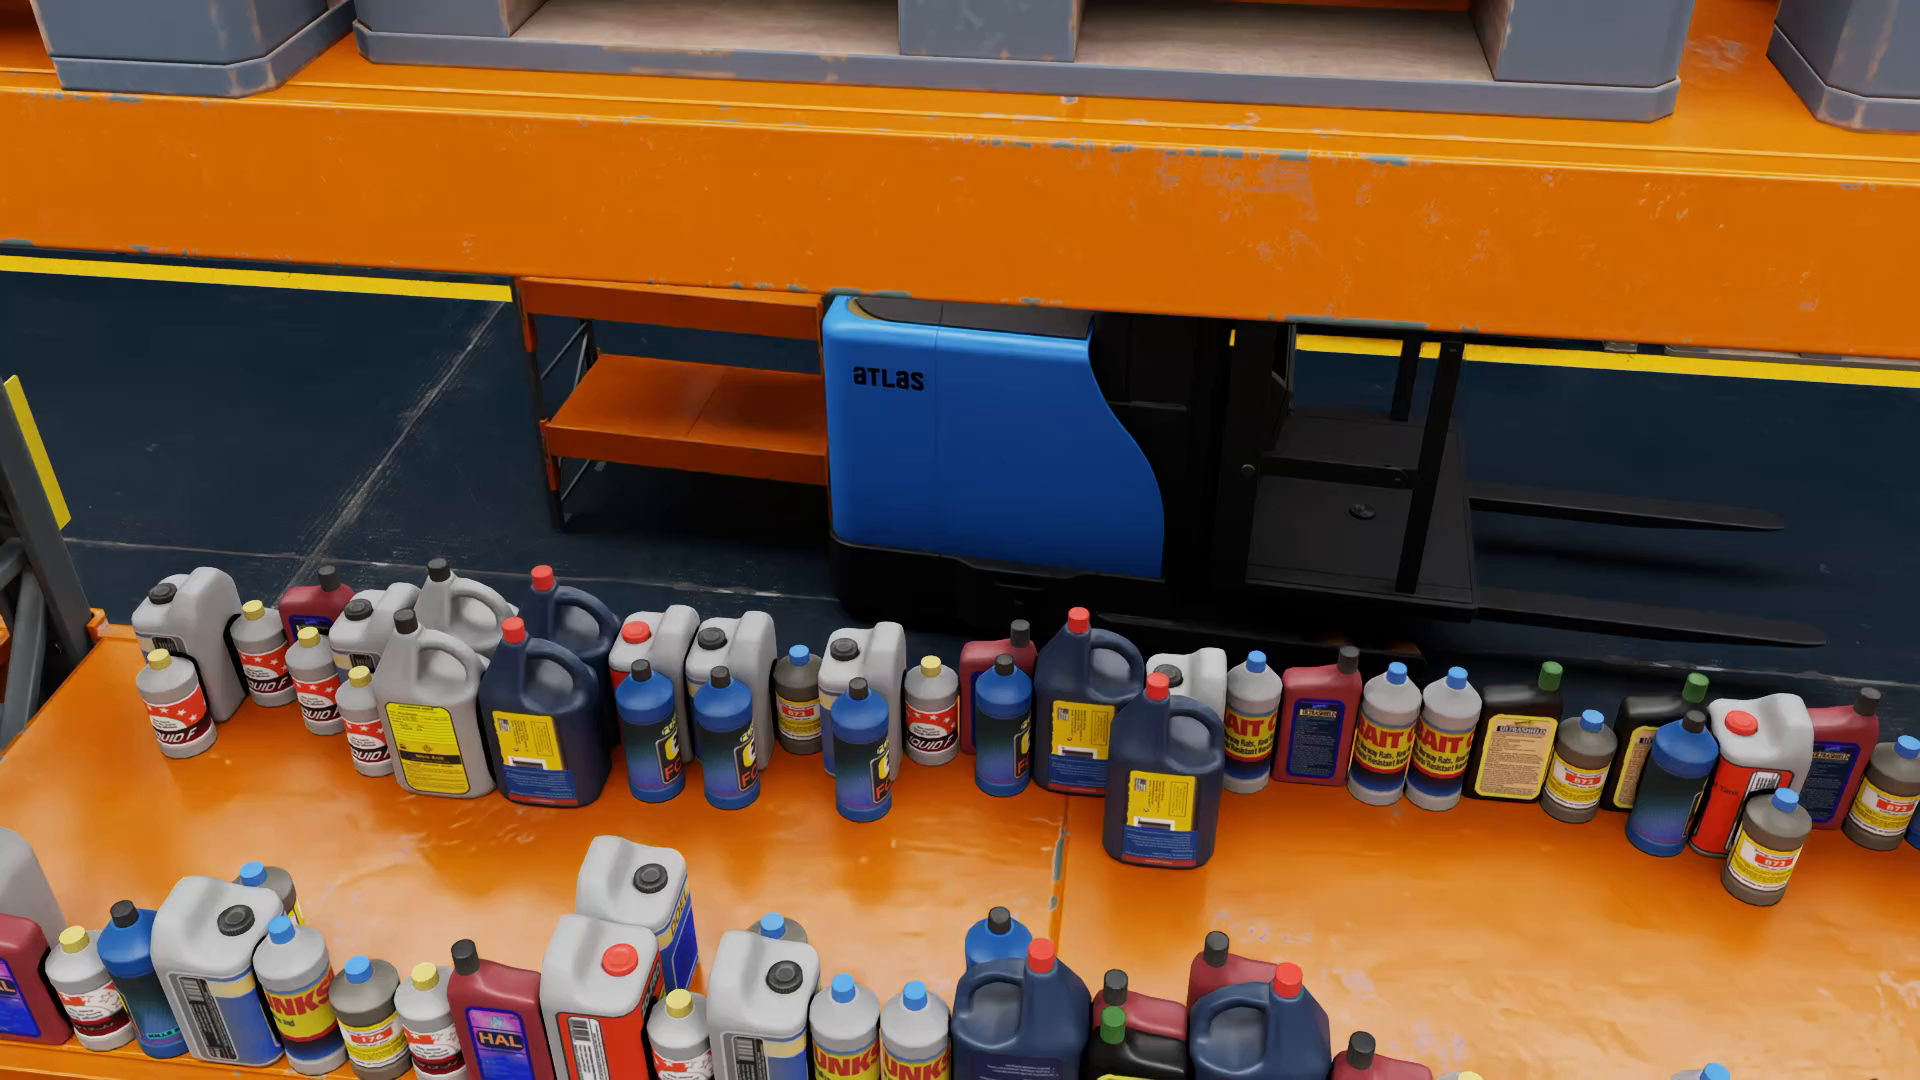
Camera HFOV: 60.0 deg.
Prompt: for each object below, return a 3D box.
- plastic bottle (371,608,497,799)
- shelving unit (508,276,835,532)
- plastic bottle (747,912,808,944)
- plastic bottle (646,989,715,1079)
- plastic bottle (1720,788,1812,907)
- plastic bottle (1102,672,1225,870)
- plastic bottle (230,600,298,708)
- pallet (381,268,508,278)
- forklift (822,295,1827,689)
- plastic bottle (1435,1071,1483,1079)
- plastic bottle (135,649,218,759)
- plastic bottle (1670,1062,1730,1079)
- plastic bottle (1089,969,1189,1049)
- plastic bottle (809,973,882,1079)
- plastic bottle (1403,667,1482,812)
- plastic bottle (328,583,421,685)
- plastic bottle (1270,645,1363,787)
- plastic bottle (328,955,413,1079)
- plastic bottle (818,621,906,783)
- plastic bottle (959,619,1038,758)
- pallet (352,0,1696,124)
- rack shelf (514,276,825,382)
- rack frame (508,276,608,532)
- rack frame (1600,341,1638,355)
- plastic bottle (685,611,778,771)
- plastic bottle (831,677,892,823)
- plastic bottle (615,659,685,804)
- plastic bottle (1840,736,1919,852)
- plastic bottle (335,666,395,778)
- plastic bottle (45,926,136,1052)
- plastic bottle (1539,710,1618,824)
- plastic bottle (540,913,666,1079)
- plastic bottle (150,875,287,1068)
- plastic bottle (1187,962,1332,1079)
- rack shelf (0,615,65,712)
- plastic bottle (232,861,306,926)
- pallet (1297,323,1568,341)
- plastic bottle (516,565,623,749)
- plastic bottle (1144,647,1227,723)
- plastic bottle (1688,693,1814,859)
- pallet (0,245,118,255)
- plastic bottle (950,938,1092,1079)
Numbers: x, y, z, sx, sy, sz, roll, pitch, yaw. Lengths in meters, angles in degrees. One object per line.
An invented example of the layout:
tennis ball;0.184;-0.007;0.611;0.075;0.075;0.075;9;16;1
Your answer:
plastic bottle;-0.892;0.267;2.836;0.185;0.351;0.144;4;36;6
shelving unit;-0.858;-0.572;5.583;1.048;1.125;0.538;6;36;9
plastic bottle;-0.271;0.631;2.454;0.097;0.201;0.097;0;36;0
plastic bottle;-0.386;0.712;2.342;0.097;0.201;0.097;0;36;0
plastic bottle;1.296;0.482;2.664;0.097;0.201;0.097;0;36;0
plastic bottle;0.333;0.363;2.702;0.185;0.351;0.144;4;36;6
plastic bottle;-1.276;0.201;3.057;0.097;0.201;0.097;0;36;0
pallet;-1.940;-1.536;7.720;1.213;0.211;1.003;4;36;6
forklift;1.152;-1.062;4.715;3.031;2.935;1.130;6;36;9
plastic bottle;0.668;0.790;2.231;0.097;0.201;0.097;0;36;0
plastic bottle;-1.392;0.281;2.945;0.097;0.201;0.097;0;36;0
plastic bottle;0.958;0.784;2.181;0.097;0.271;0.097;0;36;0
plastic bottle;0.243;0.700;2.287;0.133;0.283;0.061;4;36;6
plastic bottle;-0.156;0.700;2.297;0.097;0.271;0.097;0;36;0
plastic bottle;0.821;0.329;2.818;0.097;0.271;0.097;0;36;0
plastic bottle;-1.033;0.205;2.988;0.135;0.276;0.152;4;36;6
plastic bottle;0.612;0.298;2.851;0.133;0.283;0.061;4;36;6
plastic bottle;-0.845;0.678;2.390;0.097;0.201;0.097;0;36;0
plastic bottle;-0.169;0.269;2.898;0.135;0.276;0.152;4;36;6
plastic bottle;0.066;0.257;2.908;0.133;0.283;0.061;4;36;6
pallet;0.088;-0.776;1.835;1.213;0.211;1.003;4;36;6
rack shelf;-0.858;-0.810;5.413;1.000;0.278;0.538;6;36;9
rack frame;-1.357;-0.628;5.662;0.032;1.125;0.500;6;36;9
rack frame;2.771;-2.274;6.354;0.127;3.000;1.000;4;36;6
plastic bottle;-0.399;0.252;2.922;0.135;0.276;0.152;4;36;6
plastic bottle;-0.166;0.344;2.796;0.097;0.271;0.097;0;36;0
plastic bottle;-0.530;0.317;2.834;0.097;0.271;0.097;0;36;0
plastic bottle;1.544;0.411;2.763;0.097;0.201;0.097;0;36;0
plastic bottle;-1.030;0.308;2.907;0.097;0.201;0.097;0;36;0
plastic bottle;-1.269;0.646;2.434;0.097;0.201;0.097;0;36;0
plastic bottle;1.050;0.374;2.814;0.097;0.201;0.097;0;36;0
plastic bottle;-0.498;0.657;2.354;0.135;0.276;0.152;4;36;6
plastic bottle;-1.053;0.616;2.412;0.135;0.276;0.152;4;36;6
plastic bottle;0.399;0.696;2.235;0.185;0.351;0.144;4;36;6
rack shelf;-3.811;0.429;3.186;4.000;0.370;1.077;4;36;6
plastic bottle;-1.056;0.573;2.536;0.097;0.201;0.097;0;36;0
pallet;1.999;-1.240;7.306;1.213;0.211;1.003;4;36;6
plastic bottle;-0.690;0.197;2.934;0.185;0.351;0.144;4;36;6
plastic bottle;0.377;0.310;2.841;0.135;0.276;0.152;4;36;6
plastic bottle;1.294;0.378;2.745;0.135;0.276;0.152;4;36;6
pallet;-4.361;-1.716;7.973;1.213;0.211;1.003;4;36;6
plastic bottle;0.083;0.672;2.268;0.185;0.351;0.144;4;36;6
